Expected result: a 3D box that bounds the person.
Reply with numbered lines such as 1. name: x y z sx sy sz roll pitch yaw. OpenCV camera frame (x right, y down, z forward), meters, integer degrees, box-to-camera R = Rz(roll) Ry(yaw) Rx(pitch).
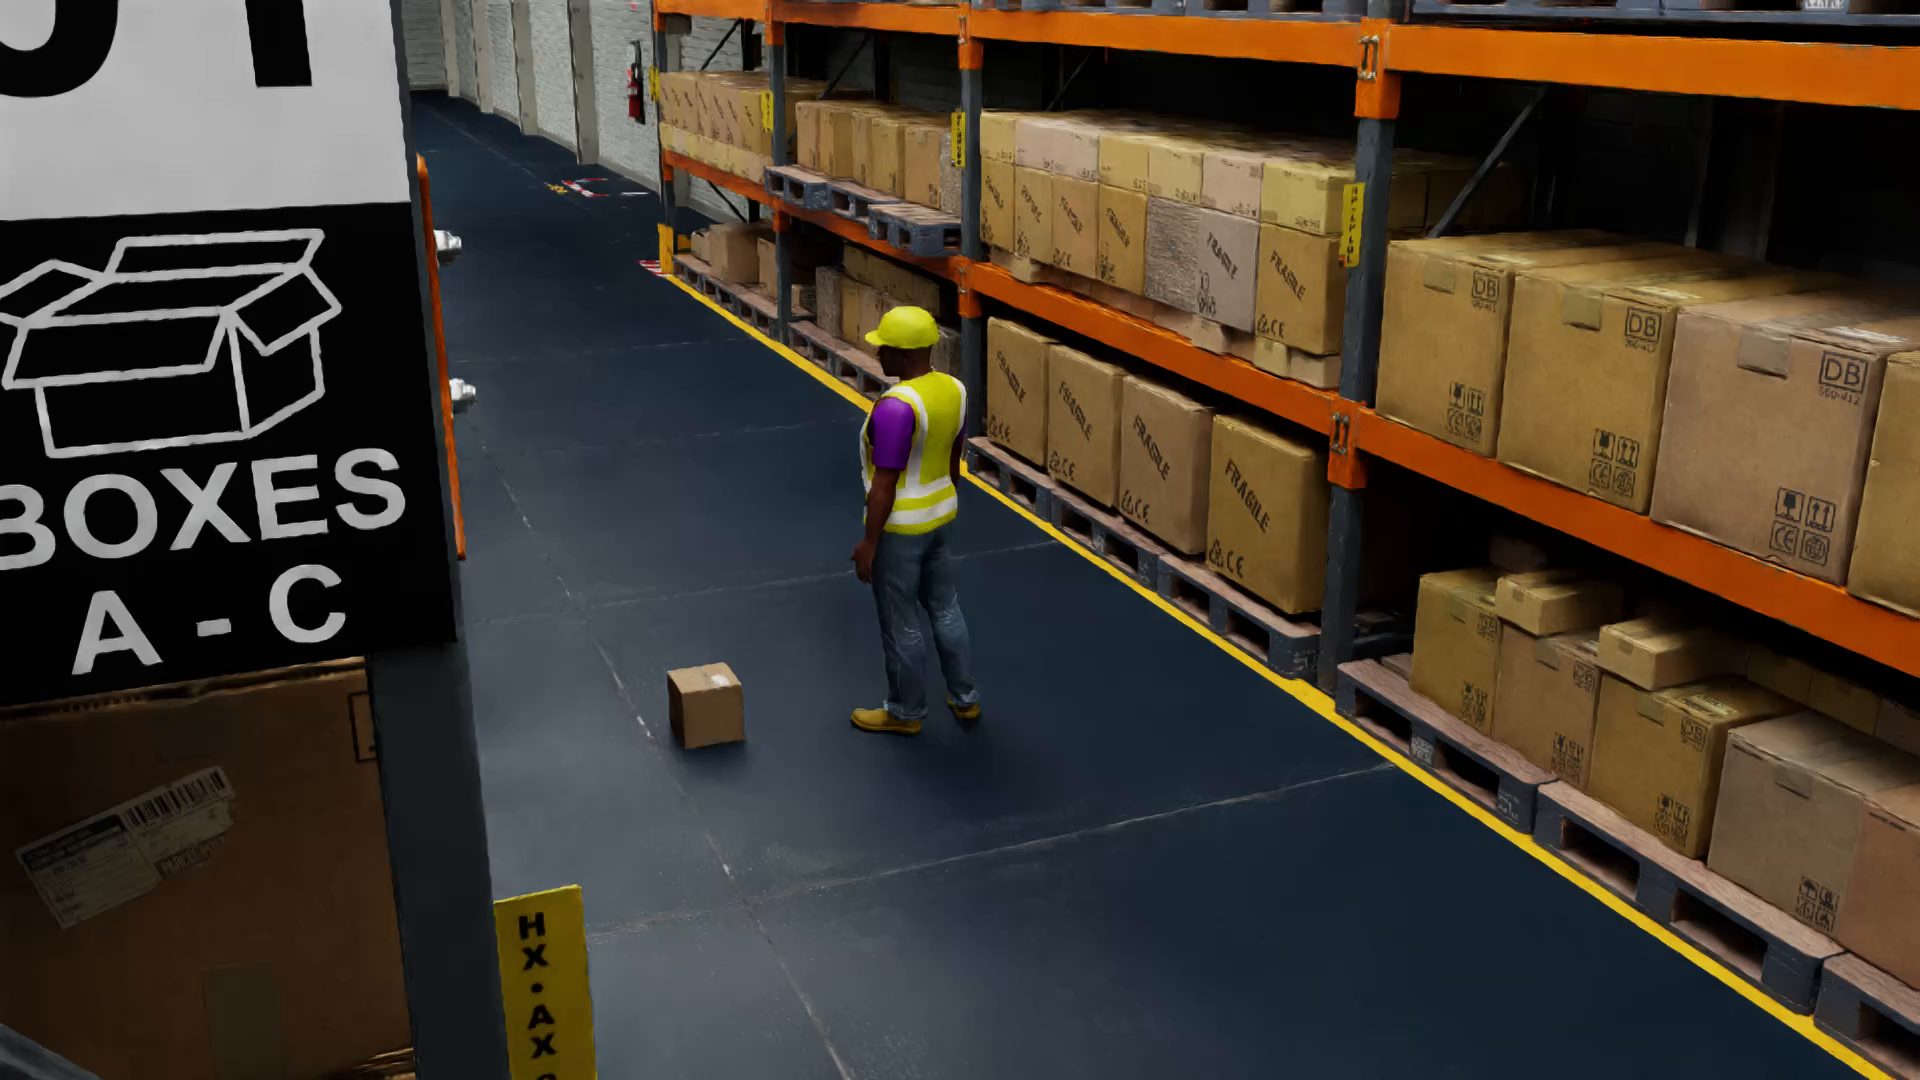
1. person: -0.189 -0.073 6.719 0.453 1.768 0.688 11 22 29
